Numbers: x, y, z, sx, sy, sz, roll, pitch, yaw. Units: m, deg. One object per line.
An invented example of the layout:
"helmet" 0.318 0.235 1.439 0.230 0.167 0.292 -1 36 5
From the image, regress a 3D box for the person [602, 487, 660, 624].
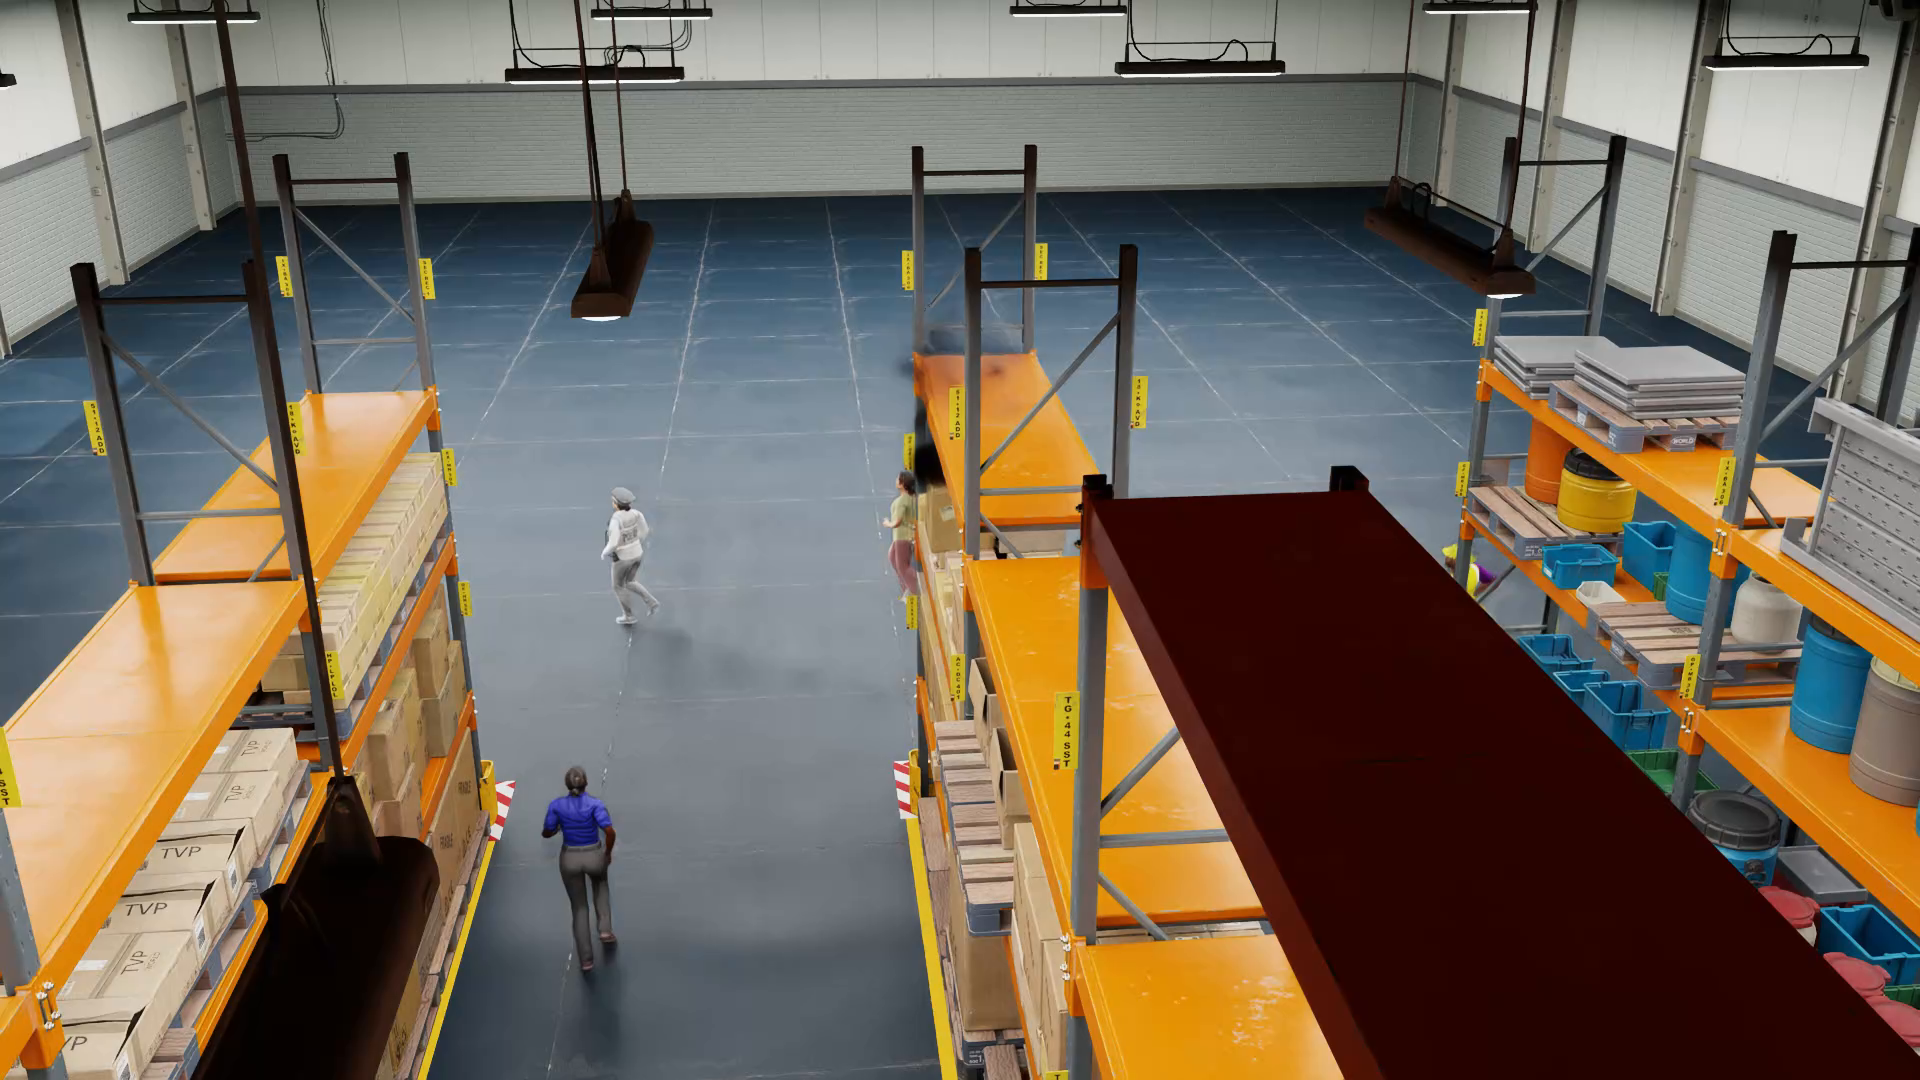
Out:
"person" -3.745 0.217 18.861 0.579 1.676 0.639 12 25 28

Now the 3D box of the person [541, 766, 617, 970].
"person" -2.953 2.543 13.005 0.571 1.693 0.730 -4 22 -11

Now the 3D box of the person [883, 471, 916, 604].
"person" -0.630 -0.006 19.446 0.567 1.695 0.578 10 24 24

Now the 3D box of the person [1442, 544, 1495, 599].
"person" 5.169 0.881 17.098 0.696 1.804 0.720 12 25 28
